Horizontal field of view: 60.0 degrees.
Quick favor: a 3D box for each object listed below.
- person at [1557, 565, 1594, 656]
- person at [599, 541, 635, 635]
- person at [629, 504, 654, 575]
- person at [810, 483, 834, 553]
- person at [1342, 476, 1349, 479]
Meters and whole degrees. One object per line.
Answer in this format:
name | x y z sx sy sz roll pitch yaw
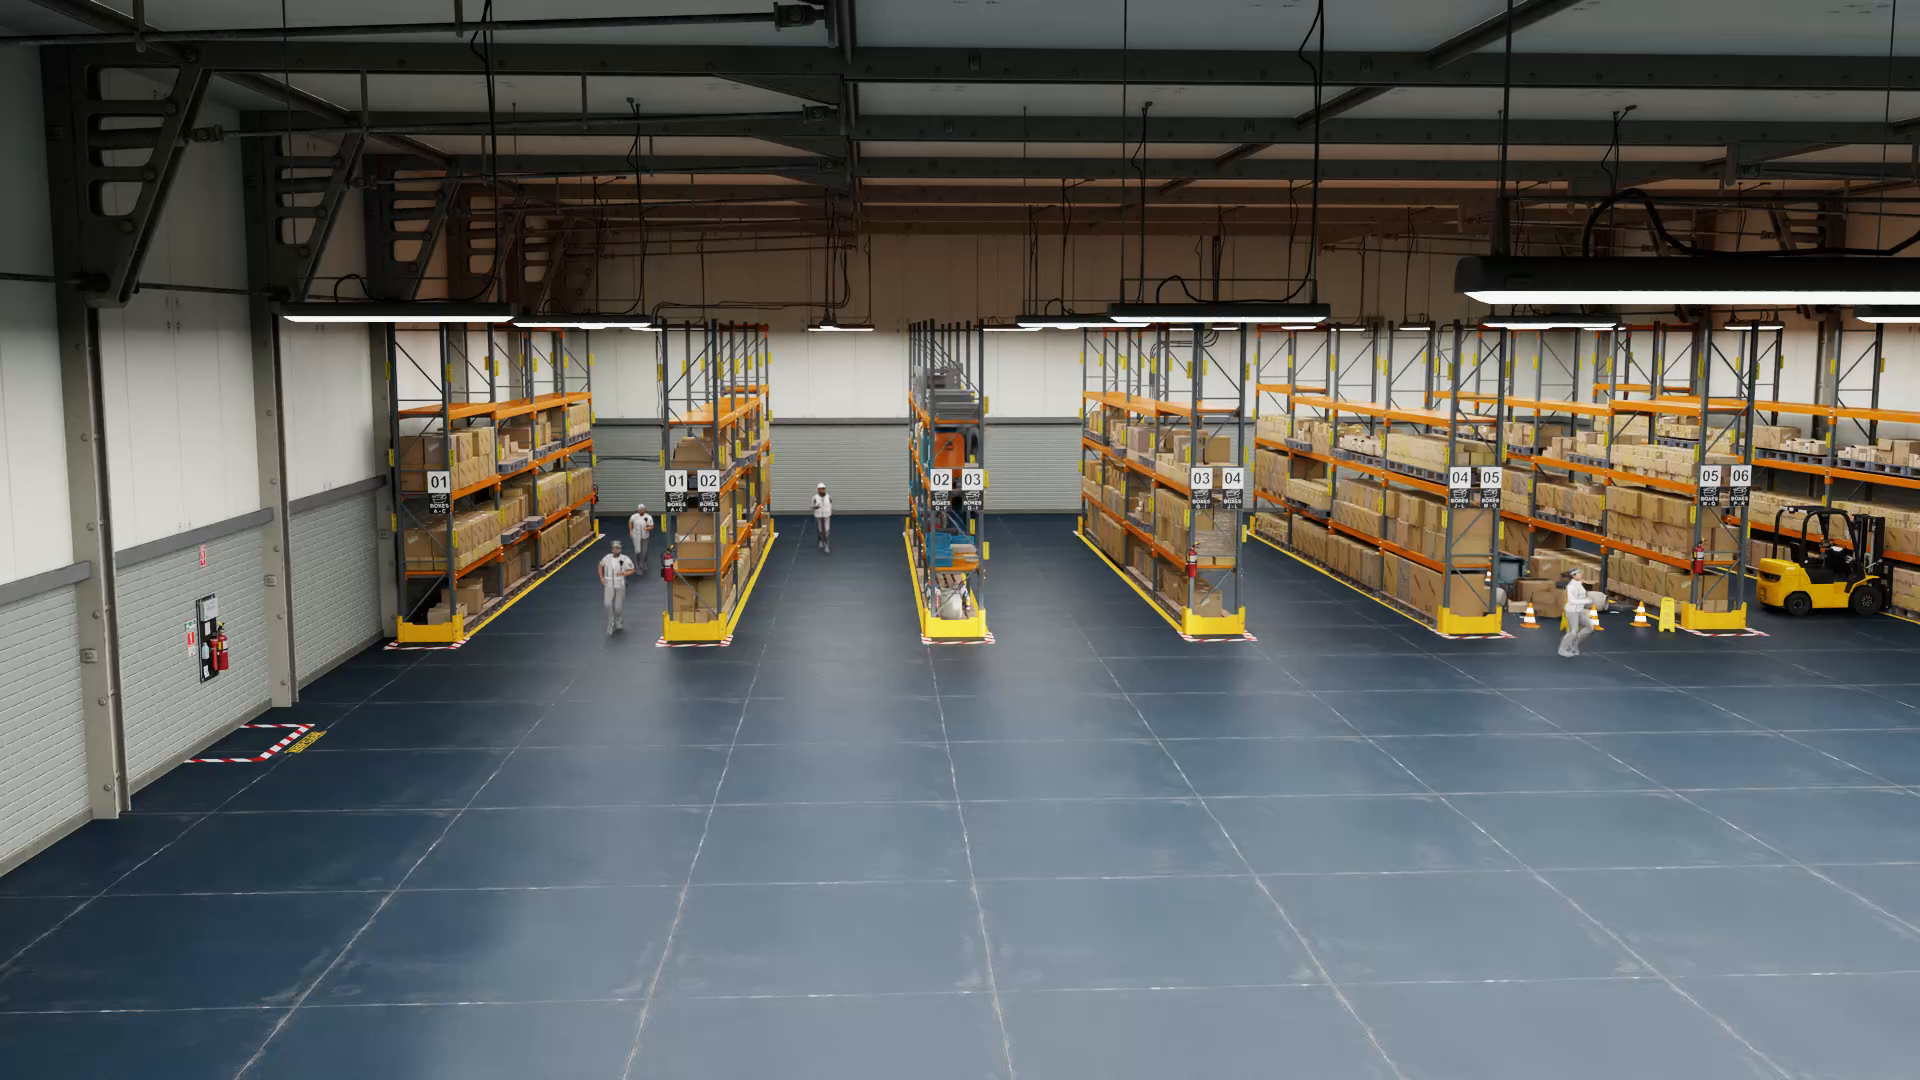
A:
person | 10.902 1.262 29.459 0.586 1.662 0.592 7 10 43
person | -6.621 0.906 32.028 0.721 1.818 0.690 0 7 -2
person | -7.630 -0.013 39.868 0.568 1.723 0.822 -2 7 -15
person | -3.655 -0.599 44.050 0.648 1.825 0.858 -1 7 -8
person | 10.767 -0.883 46.472 0.643 1.795 0.746 0 7 -2
